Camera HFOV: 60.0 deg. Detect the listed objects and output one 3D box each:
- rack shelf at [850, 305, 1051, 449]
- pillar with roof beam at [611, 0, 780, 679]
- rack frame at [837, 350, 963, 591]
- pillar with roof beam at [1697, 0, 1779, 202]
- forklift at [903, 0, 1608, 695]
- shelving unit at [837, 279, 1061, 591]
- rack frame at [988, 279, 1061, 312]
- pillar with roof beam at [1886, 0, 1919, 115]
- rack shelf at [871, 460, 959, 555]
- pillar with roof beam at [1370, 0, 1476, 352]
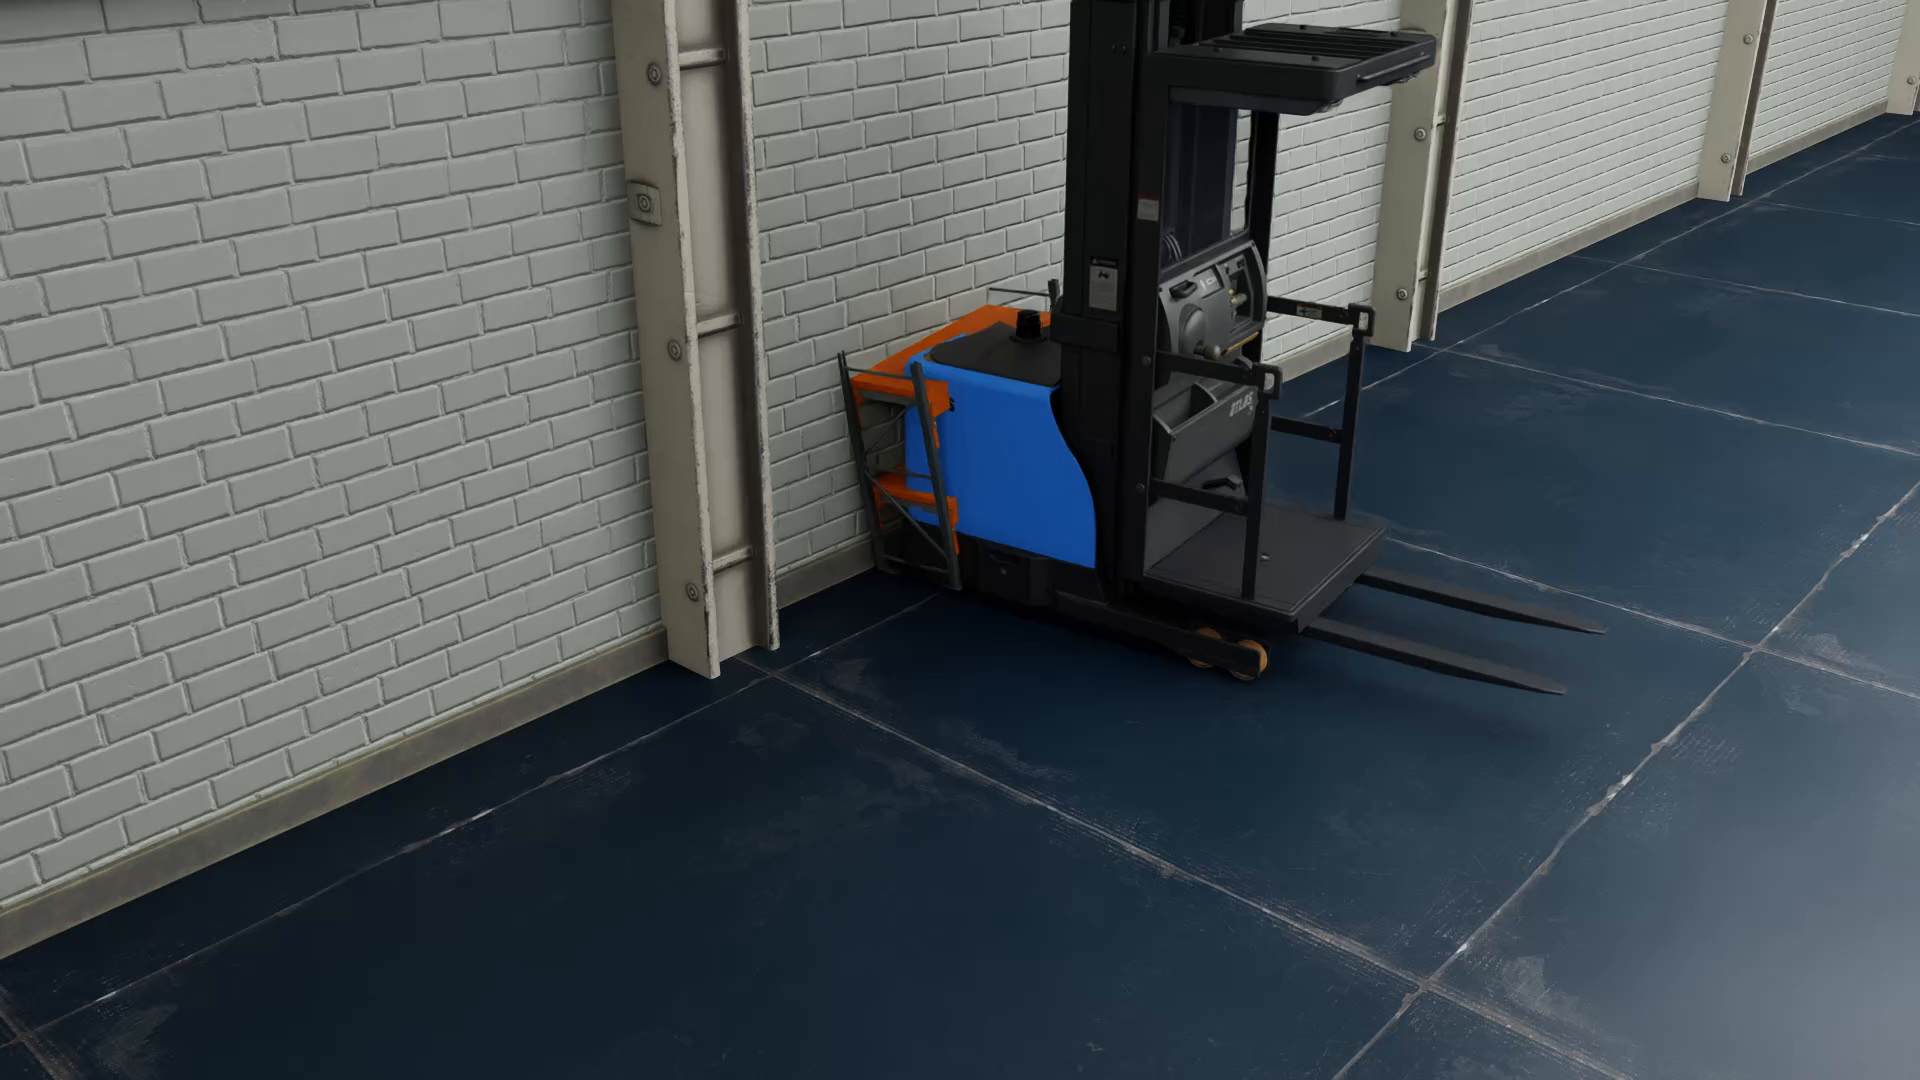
[{"bbox_3d":[-0.010,-0.794,7.736,0.538,0.278,1.000,13,36,38],"label":"rack shelf"},{"bbox_3d":[2.182,-2.450,2.716,9.100,9.000,0.400,20,31,38],"label":"pillar with roof beam"},{"bbox_3d":[-0.277,-0.309,7.543,0.500,1.125,0.032,13,36,38],"label":"rack frame"},{"bbox_3d":[10.190,-6.106,10.870,9.100,9.000,0.400,20,31,38],"label":"pillar with roof beam"},{"bbox_3d":[1.242,-0.999,6.896,3.031,2.935,1.130,15,28,30],"label":"forklift"},{"bbox_3d":[0.037,-0.539,7.871,0.538,1.125,1.048,13,36,38],"label":"shelving unit"},{"bbox_3d":[0.350,-0.769,8.198,0.500,1.125,0.032,13,36,38],"label":"rack frame"},{"bbox_3d":[14.195,-7.934,14.947,9.100,9.000,0.400,20,31,38],"label":"pillar with roof beam"},{"bbox_3d":[0.076,-0.325,7.983,0.538,0.278,1.000,13,36,38],"label":"rack shelf"},{"bbox_3d":[6.186,-4.278,6.793,9.100,9.000,0.400,20,31,38],"label":"pillar with roof beam"}]
